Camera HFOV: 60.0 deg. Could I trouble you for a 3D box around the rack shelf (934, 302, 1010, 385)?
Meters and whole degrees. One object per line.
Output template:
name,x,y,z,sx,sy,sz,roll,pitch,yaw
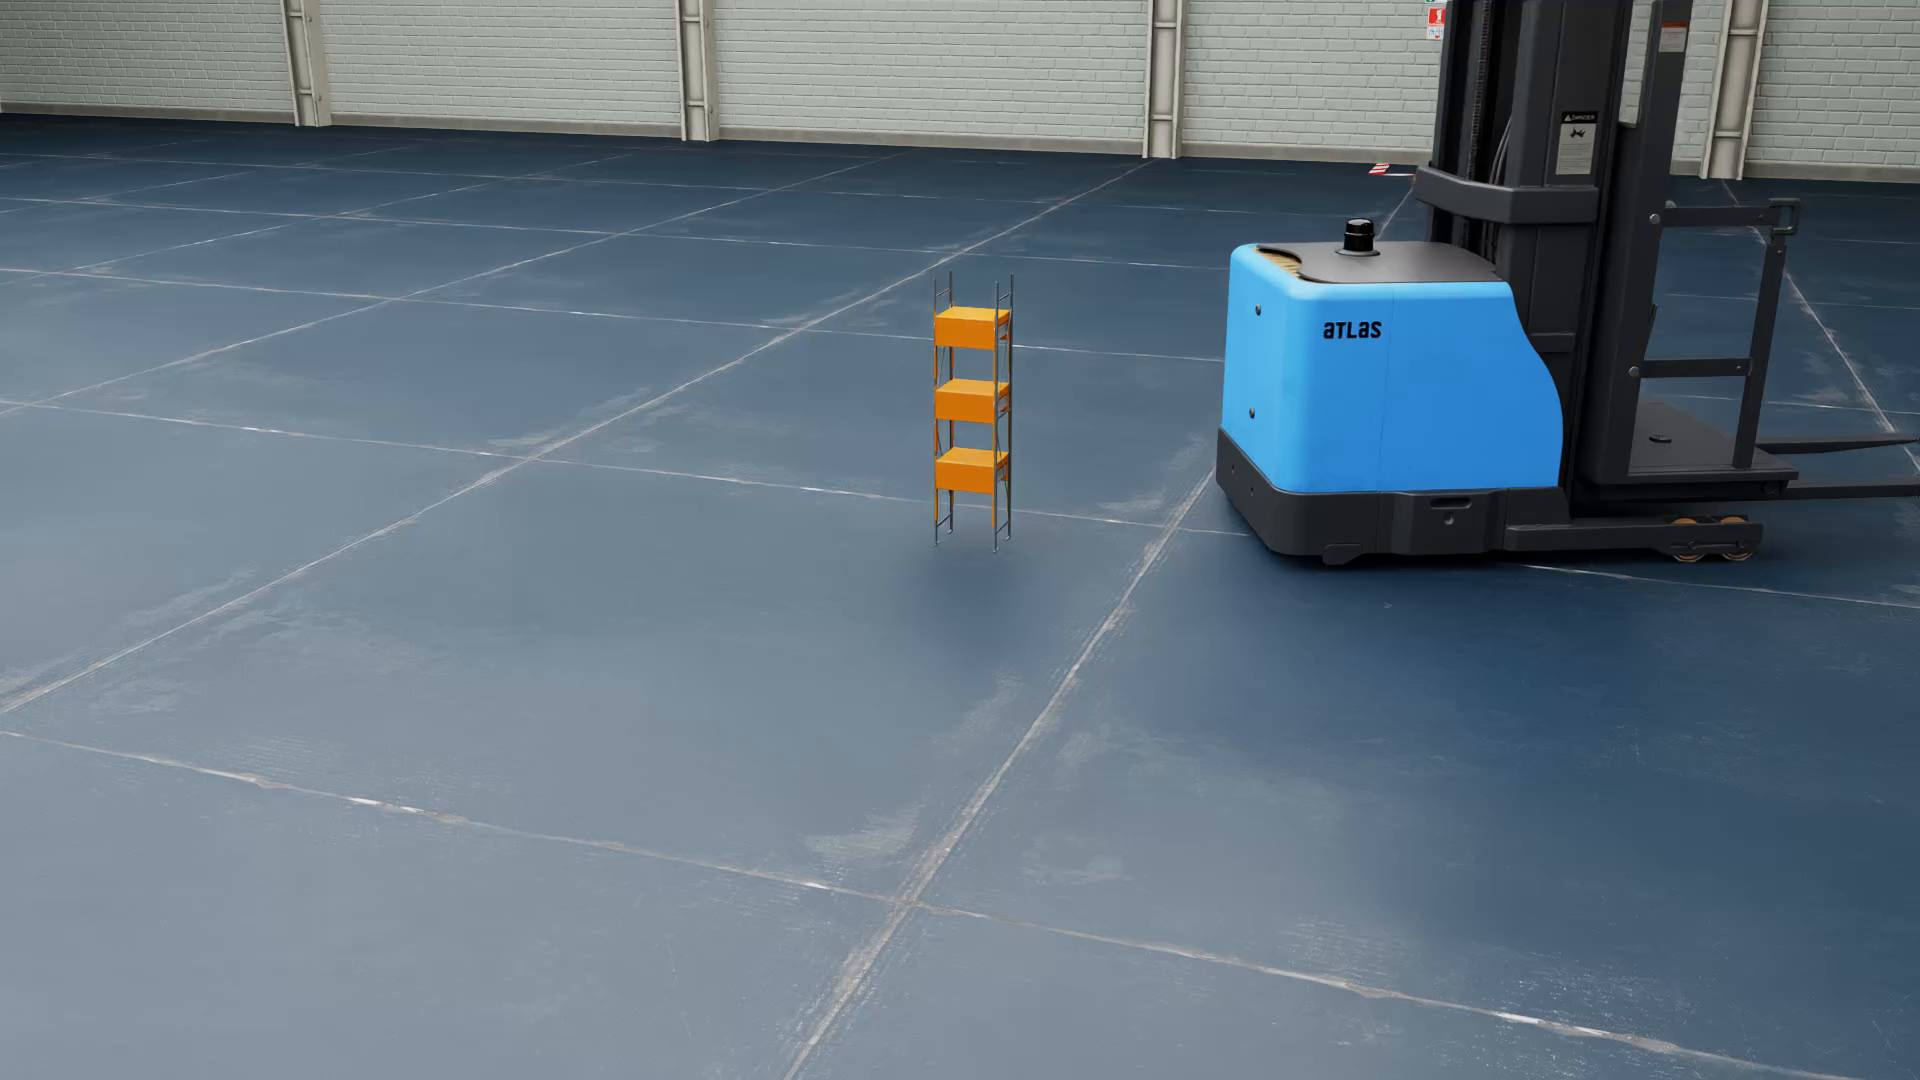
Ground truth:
rack shelf,0.051,-0.748,6.297,0.240,0.259,0.215,7,20,18

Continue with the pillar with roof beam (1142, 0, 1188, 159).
pillar with roof beam,0.944,-7.384,14.088,0.400,9.000,9.100,7,20,18

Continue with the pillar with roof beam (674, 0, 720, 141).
pillar with roof beam,-4.724,-8.032,15.948,0.400,9.000,9.100,7,20,18

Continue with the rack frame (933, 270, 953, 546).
rack frame,-0.065,-0.503,6.425,0.008,1.050,0.200,7,20,18

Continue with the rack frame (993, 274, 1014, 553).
rack frame,0.166,-0.477,6.349,0.008,1.050,0.200,7,20,18

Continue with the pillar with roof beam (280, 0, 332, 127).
pillar with roof beam,-10.391,-8.680,17.807,0.400,9.000,9.100,7,20,18

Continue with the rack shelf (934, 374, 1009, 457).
rack shelf,0.051,-0.480,6.390,0.240,0.259,0.215,7,20,18

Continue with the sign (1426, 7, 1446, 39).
sign,5.214,-5.629,18.114,0.234,0.329,0.001,7,20,18

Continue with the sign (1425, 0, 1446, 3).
sign,5.216,-5.876,18.017,0.331,0.109,0.001,7,20,18

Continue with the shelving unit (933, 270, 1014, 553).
shelving unit,0.051,-0.490,6.387,0.252,1.050,0.215,7,20,18

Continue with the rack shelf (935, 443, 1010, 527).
rack shelf,0.051,-0.218,6.482,0.240,0.259,0.215,7,20,18

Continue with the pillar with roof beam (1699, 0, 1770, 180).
pillar with roof beam,6.612,-6.736,12.229,0.400,9.000,9.100,7,20,18

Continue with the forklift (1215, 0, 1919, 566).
forklift,2.634,-1.470,6.340,3.031,2.935,1.130,-2,19,-5

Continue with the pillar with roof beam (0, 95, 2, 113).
pillar with roof beam,-16.059,-9.328,19.666,0.400,9.000,9.100,7,20,18
